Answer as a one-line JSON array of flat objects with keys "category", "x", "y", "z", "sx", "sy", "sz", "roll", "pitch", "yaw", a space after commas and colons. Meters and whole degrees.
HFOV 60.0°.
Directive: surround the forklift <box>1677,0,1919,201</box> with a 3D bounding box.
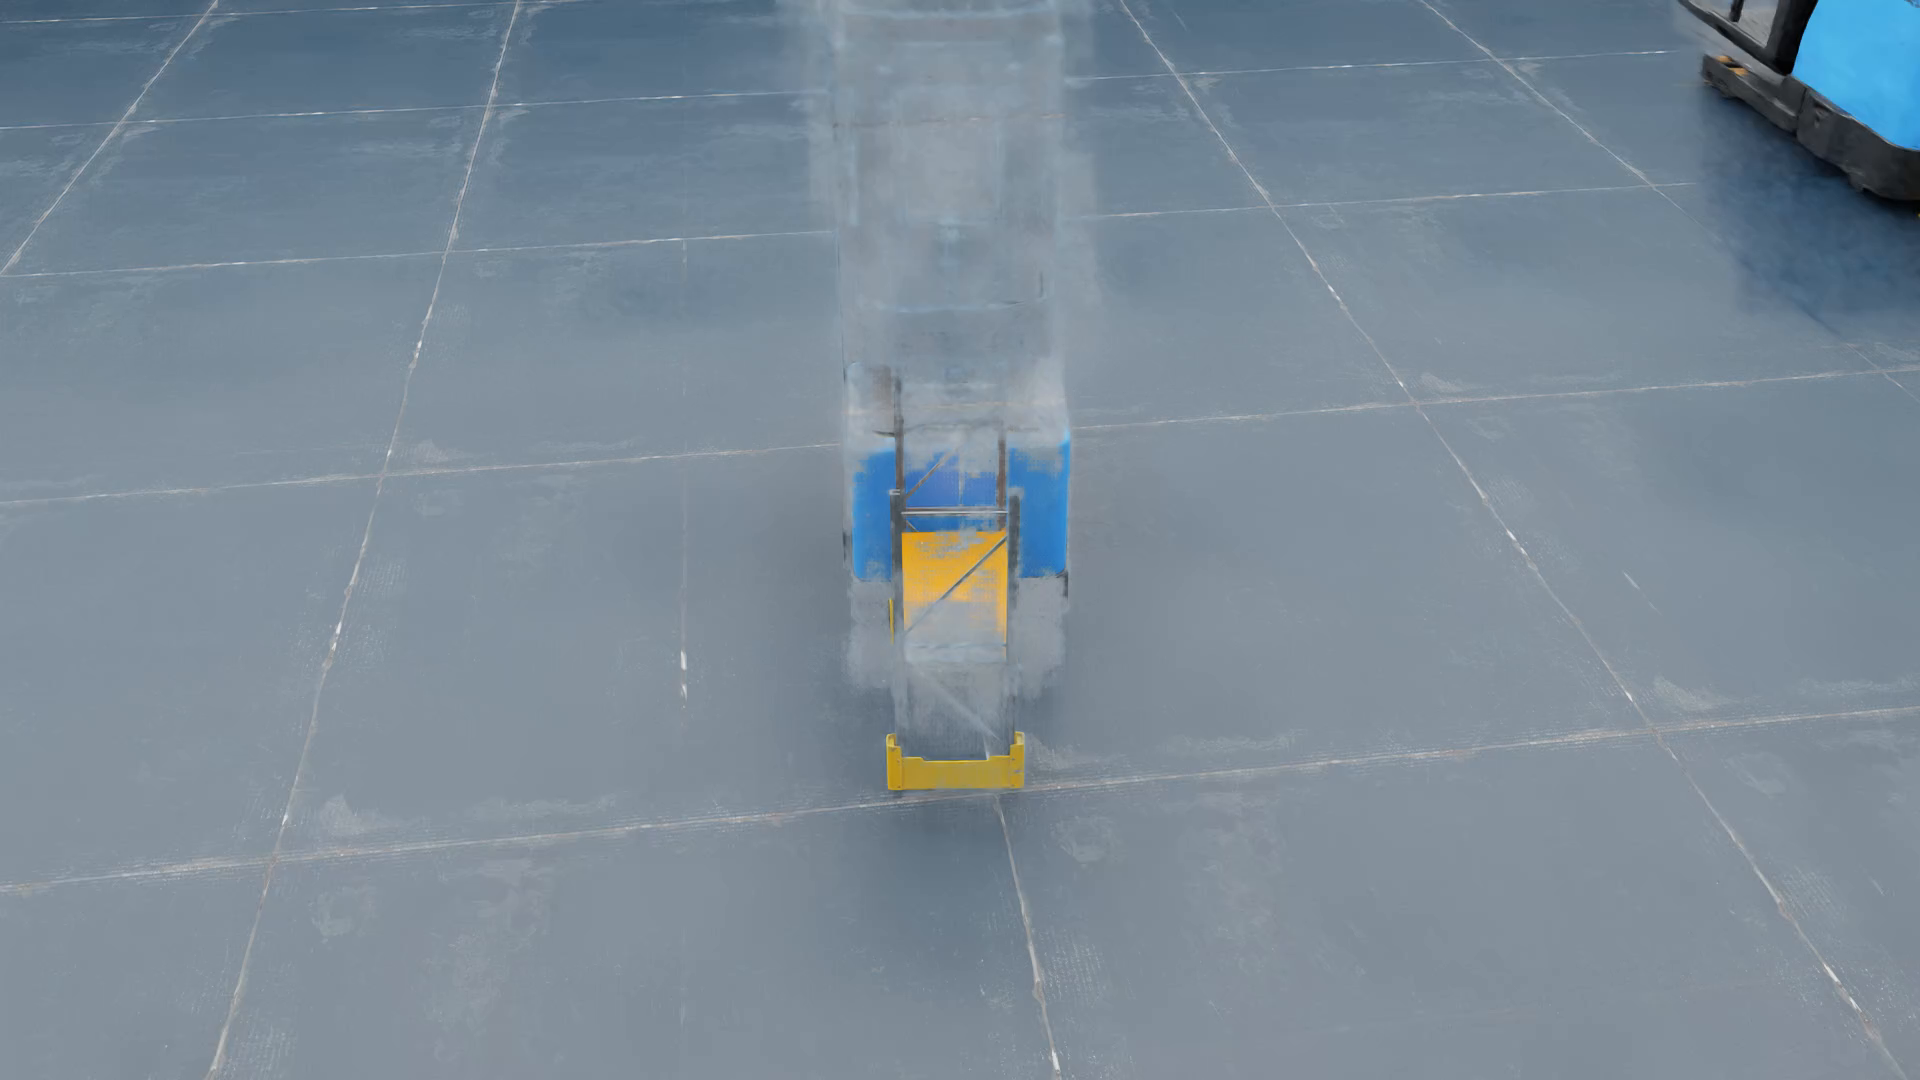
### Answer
[{"category": "forklift", "x": -0.088, "y": -1.611, "z": 8.511, "sx": 1.130, "sy": 2.935, "sz": 3.031, "roll": -2, "pitch": 34, "yaw": -3}]
